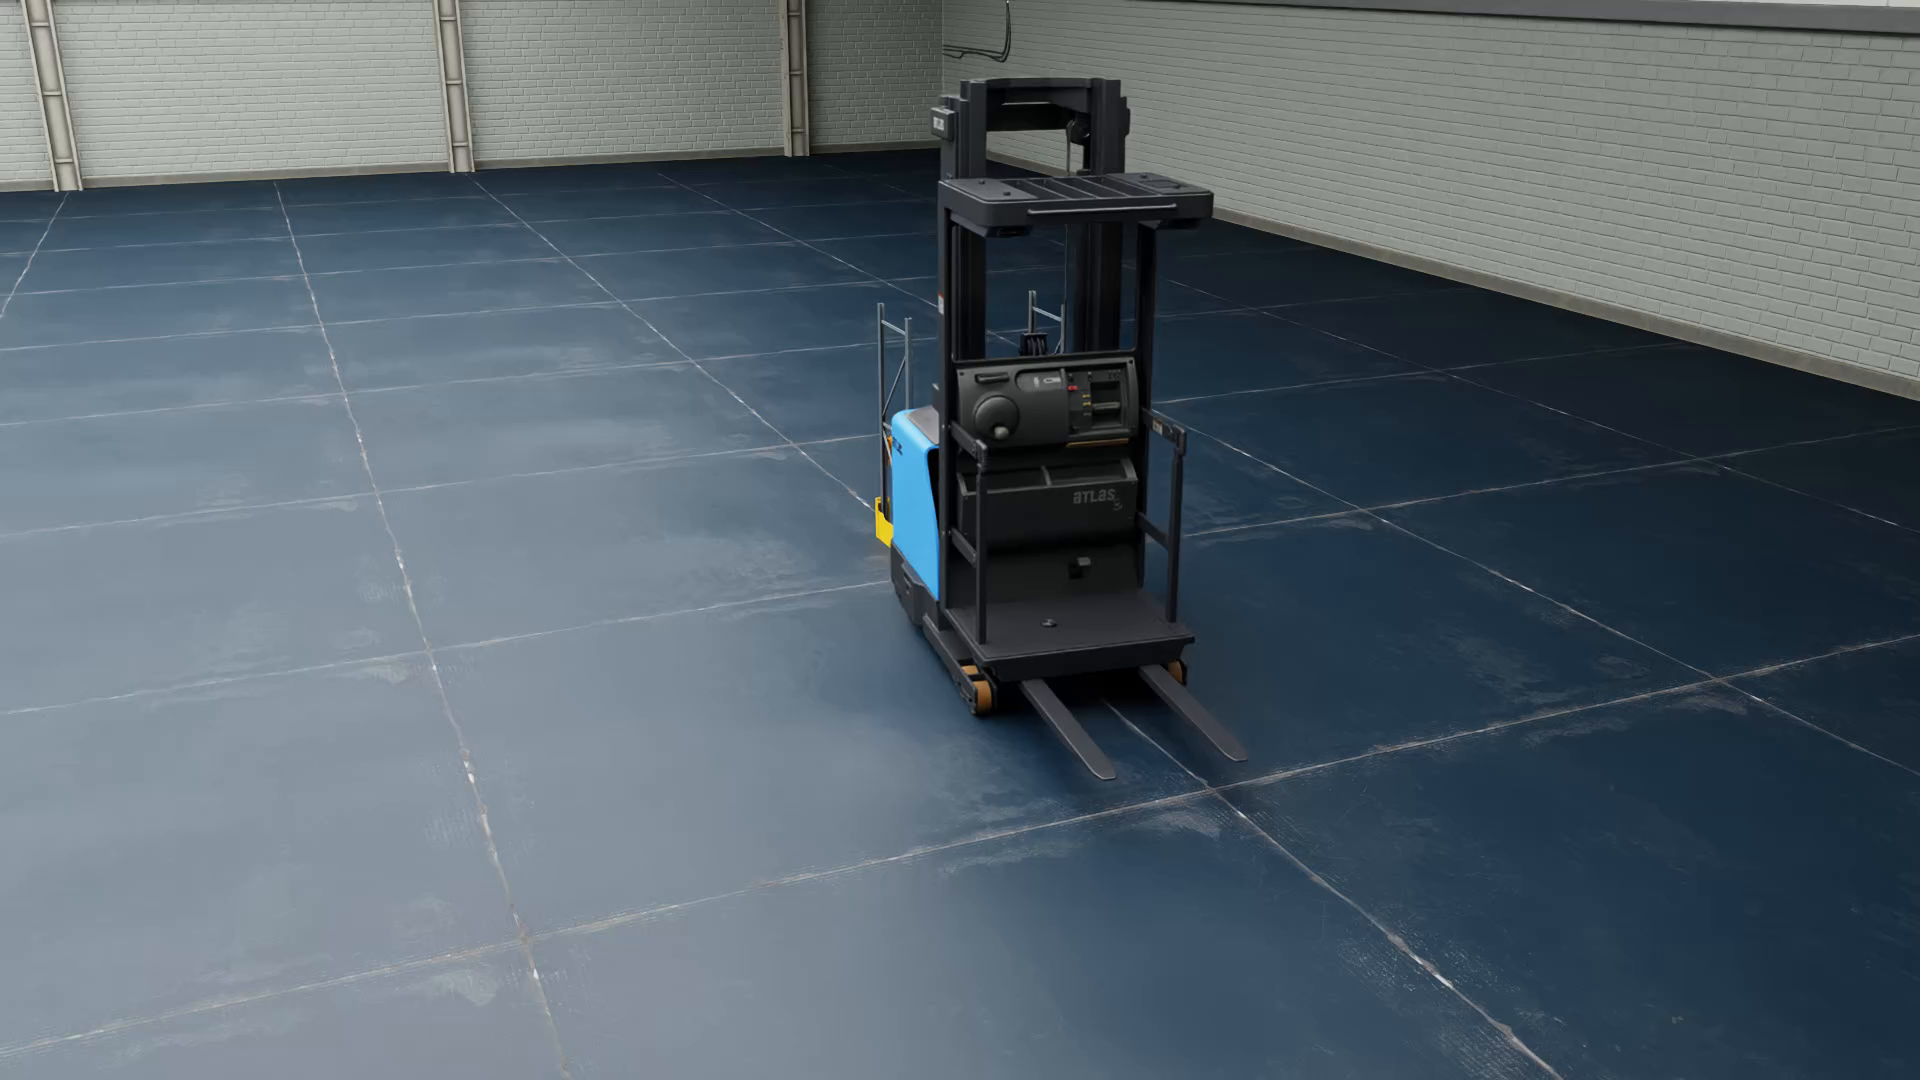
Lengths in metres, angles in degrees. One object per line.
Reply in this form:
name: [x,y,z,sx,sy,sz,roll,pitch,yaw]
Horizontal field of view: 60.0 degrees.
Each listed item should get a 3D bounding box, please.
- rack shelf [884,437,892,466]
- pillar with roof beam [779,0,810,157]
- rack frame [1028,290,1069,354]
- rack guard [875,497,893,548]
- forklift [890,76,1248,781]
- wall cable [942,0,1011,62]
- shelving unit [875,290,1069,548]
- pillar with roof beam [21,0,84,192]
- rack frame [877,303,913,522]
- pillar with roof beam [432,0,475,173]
rack shelf: [0.078,-0.549,10.365,1.000,0.185,0.538,-8,21,-22]
pillar with roof beam: [-1.304,-10.029,25.456,0.400,9.000,9.100,-8,21,-22]
rack frame: [0.545,-0.786,10.495,0.032,1.500,0.500,-8,21,-22]
rack guard: [-0.387,-0.062,10.323,0.087,0.250,0.587,-8,21,-22]
forklift: [0.501,-0.677,8.033,1.130,2.935,3.031,-6,20,-15]
wall cable: [0.220,-9.862,29.656,0.112,2.526,3.097,-8,21,-22]
shelving unit: [0.070,-0.717,10.301,1.083,1.500,0.587,-8,21,-22]
pillar with roof beam: [-12.322,-8.451,20.973,0.400,9.000,9.100,-8,21,-22]
rack frame: [-0.388,-0.652,10.115,0.032,1.500,0.500,-8,21,-22]
pillar with roof beam: [-6.813,-9.240,23.215,0.400,9.000,9.100,-8,21,-22]
